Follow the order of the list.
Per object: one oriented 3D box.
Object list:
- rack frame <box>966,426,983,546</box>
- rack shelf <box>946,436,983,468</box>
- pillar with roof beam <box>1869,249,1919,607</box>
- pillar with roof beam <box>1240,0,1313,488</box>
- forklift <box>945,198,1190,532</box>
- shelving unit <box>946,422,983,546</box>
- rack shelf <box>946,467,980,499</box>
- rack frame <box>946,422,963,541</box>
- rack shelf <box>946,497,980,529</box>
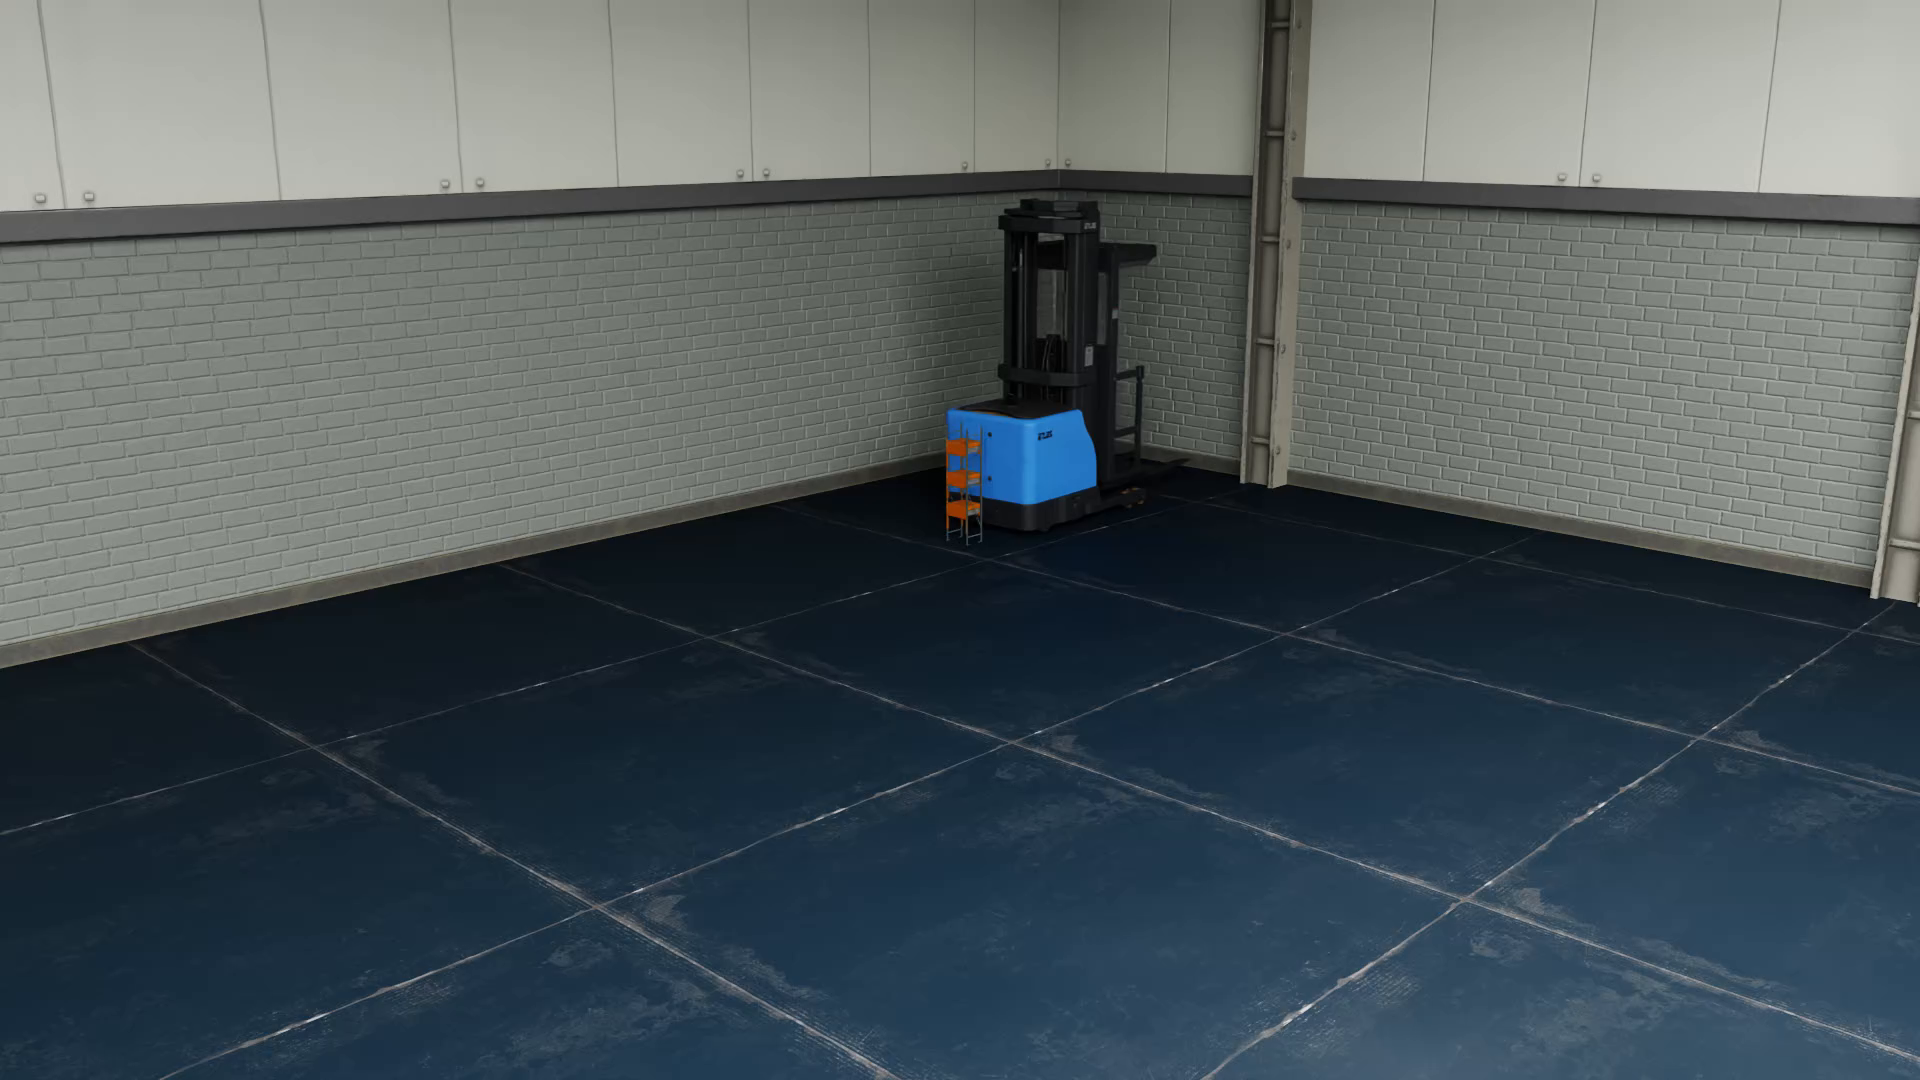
[{"bbox_3d":[0.126,-0.477,14.682,0.008,1.050,0.200,14,20,42],"label":"rack frame"},{"bbox_3d":[0.038,-0.763,14.695,0.240,0.259,0.215,14,20,42],"label":"rack shelf"},{"bbox_3d":[4.472,-3.111,9.026,0.400,9.000,9.100,14,20,42],"label":"pillar with roof beam"},{"bbox_3d":[0.152,-4.161,13.056,0.400,9.000,9.100,14,20,42],"label":"pillar with roof beam"},{"bbox_3d":[1.174,-1.797,16.015,1.130,2.935,3.031,12,19,38],"label":"forklift"},{"bbox_3d":[0.039,-0.499,14.764,0.252,1.050,0.215,14,20,42],"label":"shelving unit"},{"bbox_3d":[0.039,-0.488,14.766,0.240,0.259,0.215,14,20,42],"label":"rack shelf"},{"bbox_3d":[-0.049,-0.520,14.846,0.008,1.050,0.200,14,20,42],"label":"rack frame"},{"bbox_3d":[0.039,-0.219,14.837,0.240,0.259,0.215,14,20,42],"label":"rack shelf"}]
